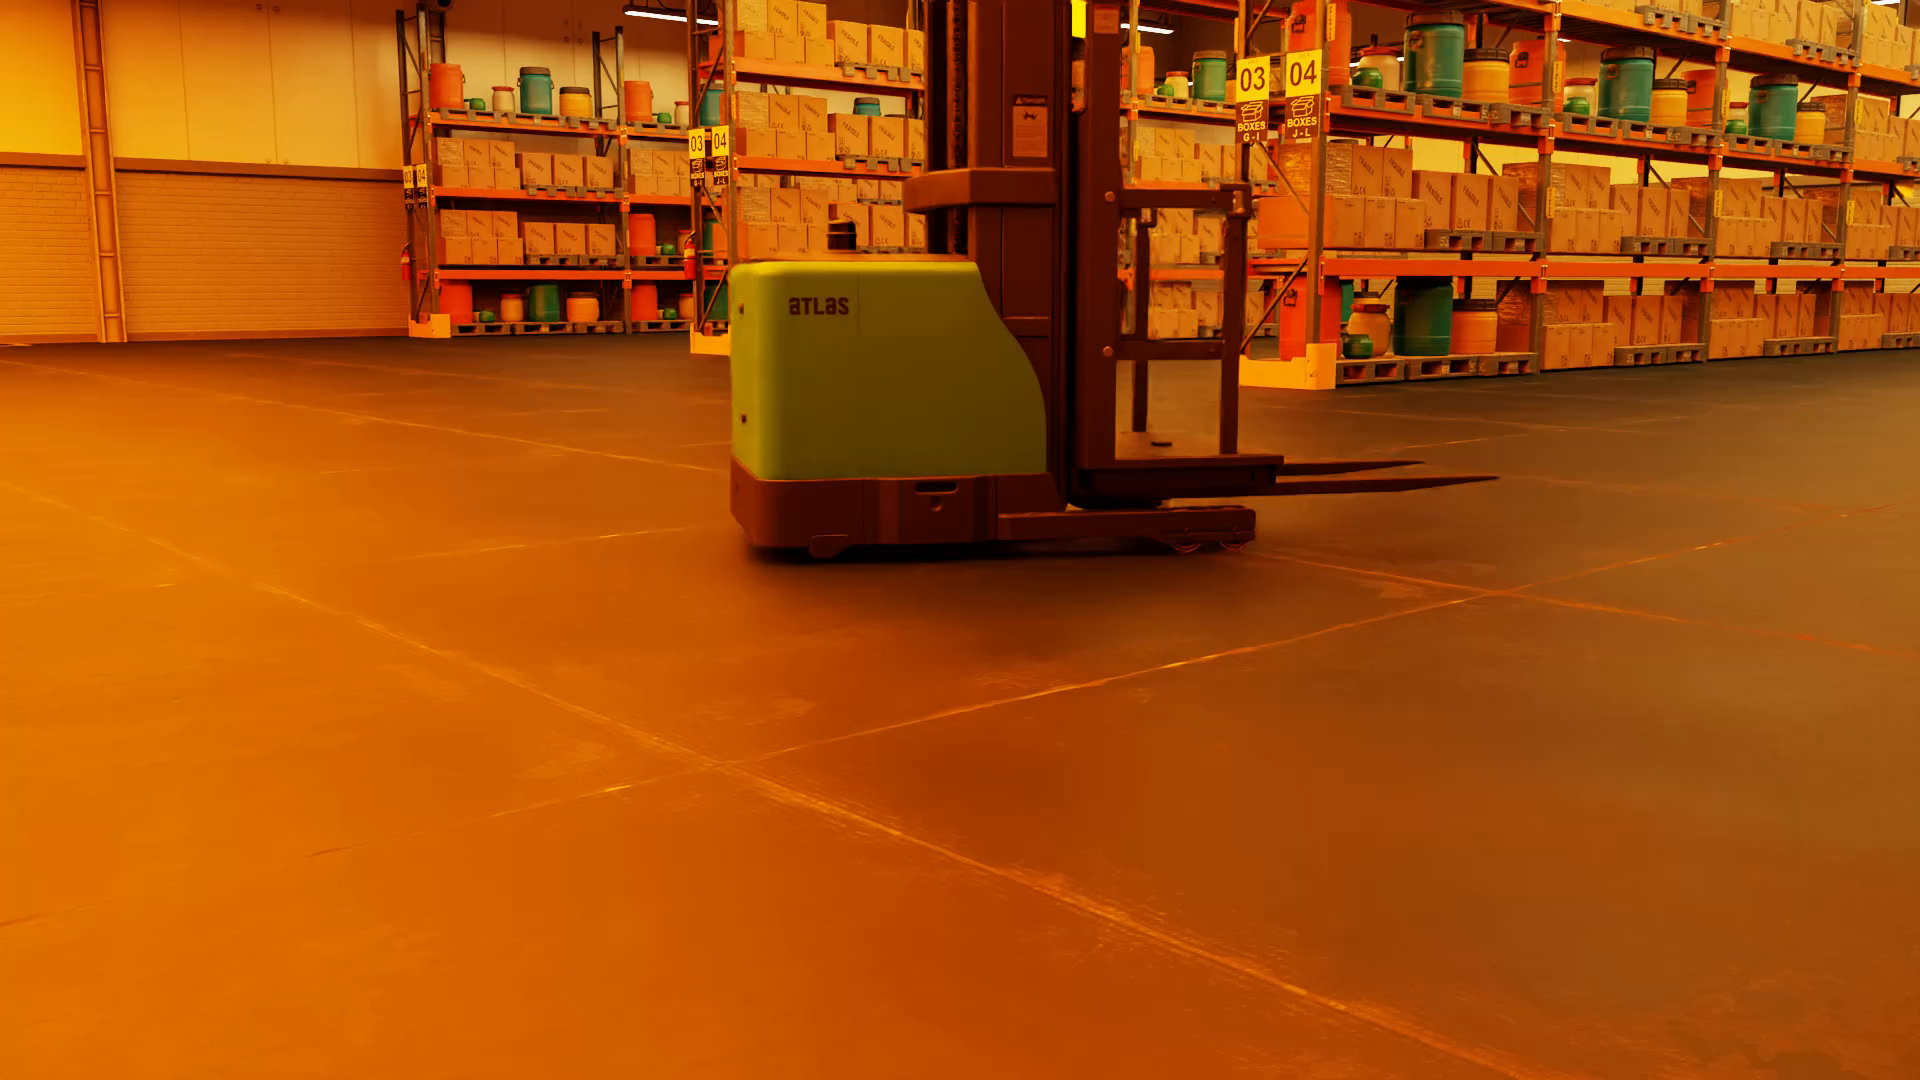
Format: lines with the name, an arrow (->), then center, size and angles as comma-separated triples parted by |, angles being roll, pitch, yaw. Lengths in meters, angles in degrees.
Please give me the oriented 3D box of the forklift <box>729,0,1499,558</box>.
forklift -> 0.637, -1.478, 6.509 | 3.031, 2.935, 1.130 | -2, 9, -14
